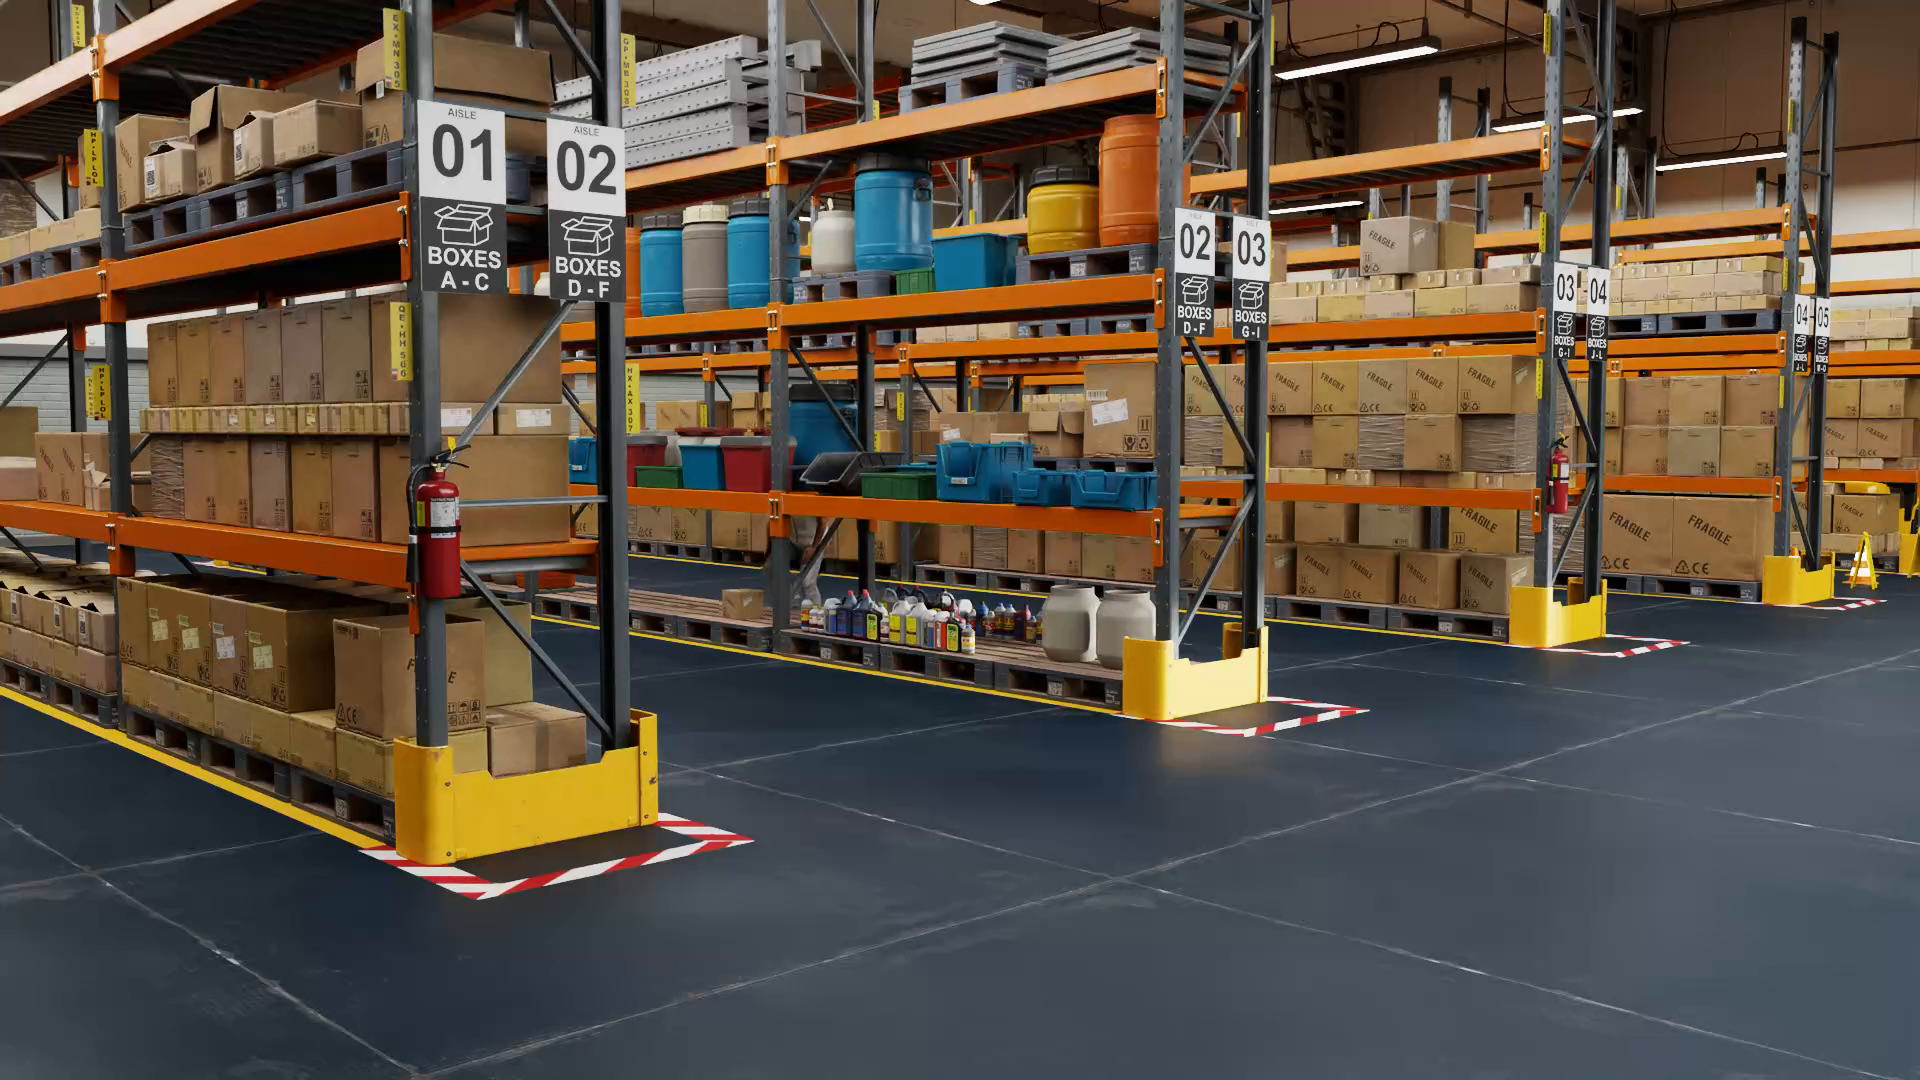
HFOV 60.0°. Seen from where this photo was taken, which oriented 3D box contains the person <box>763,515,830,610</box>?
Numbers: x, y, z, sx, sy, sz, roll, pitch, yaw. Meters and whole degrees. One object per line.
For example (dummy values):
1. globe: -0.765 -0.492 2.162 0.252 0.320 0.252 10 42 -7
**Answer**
1. person: -1.429 0.051 14.851 0.622 1.560 0.644 2 5 31
